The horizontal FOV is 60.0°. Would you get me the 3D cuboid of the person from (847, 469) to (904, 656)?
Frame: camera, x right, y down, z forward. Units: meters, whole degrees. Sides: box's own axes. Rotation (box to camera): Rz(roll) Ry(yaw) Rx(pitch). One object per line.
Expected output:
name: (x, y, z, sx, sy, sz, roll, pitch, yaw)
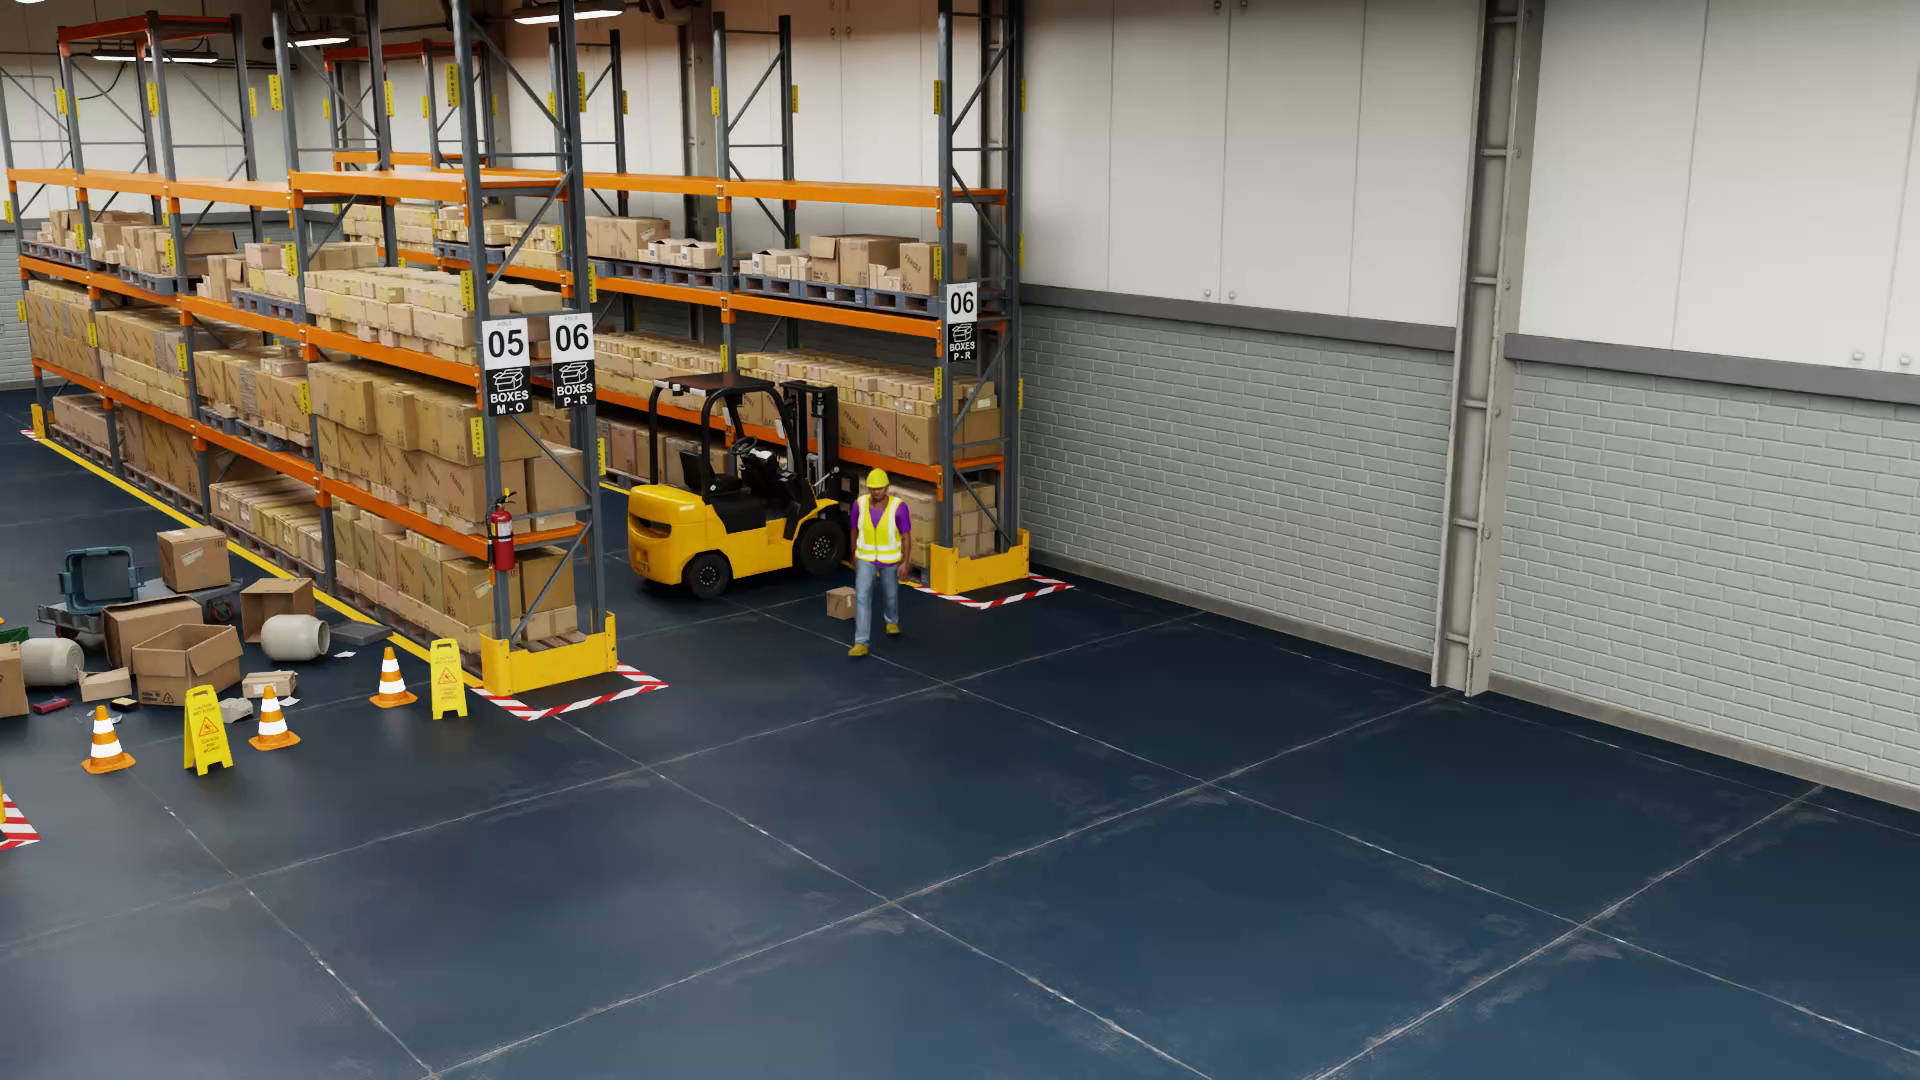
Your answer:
person: (-0.757, 0.167, 15.338, 0.480, 1.693, 1.084, 1, 14, 4)
